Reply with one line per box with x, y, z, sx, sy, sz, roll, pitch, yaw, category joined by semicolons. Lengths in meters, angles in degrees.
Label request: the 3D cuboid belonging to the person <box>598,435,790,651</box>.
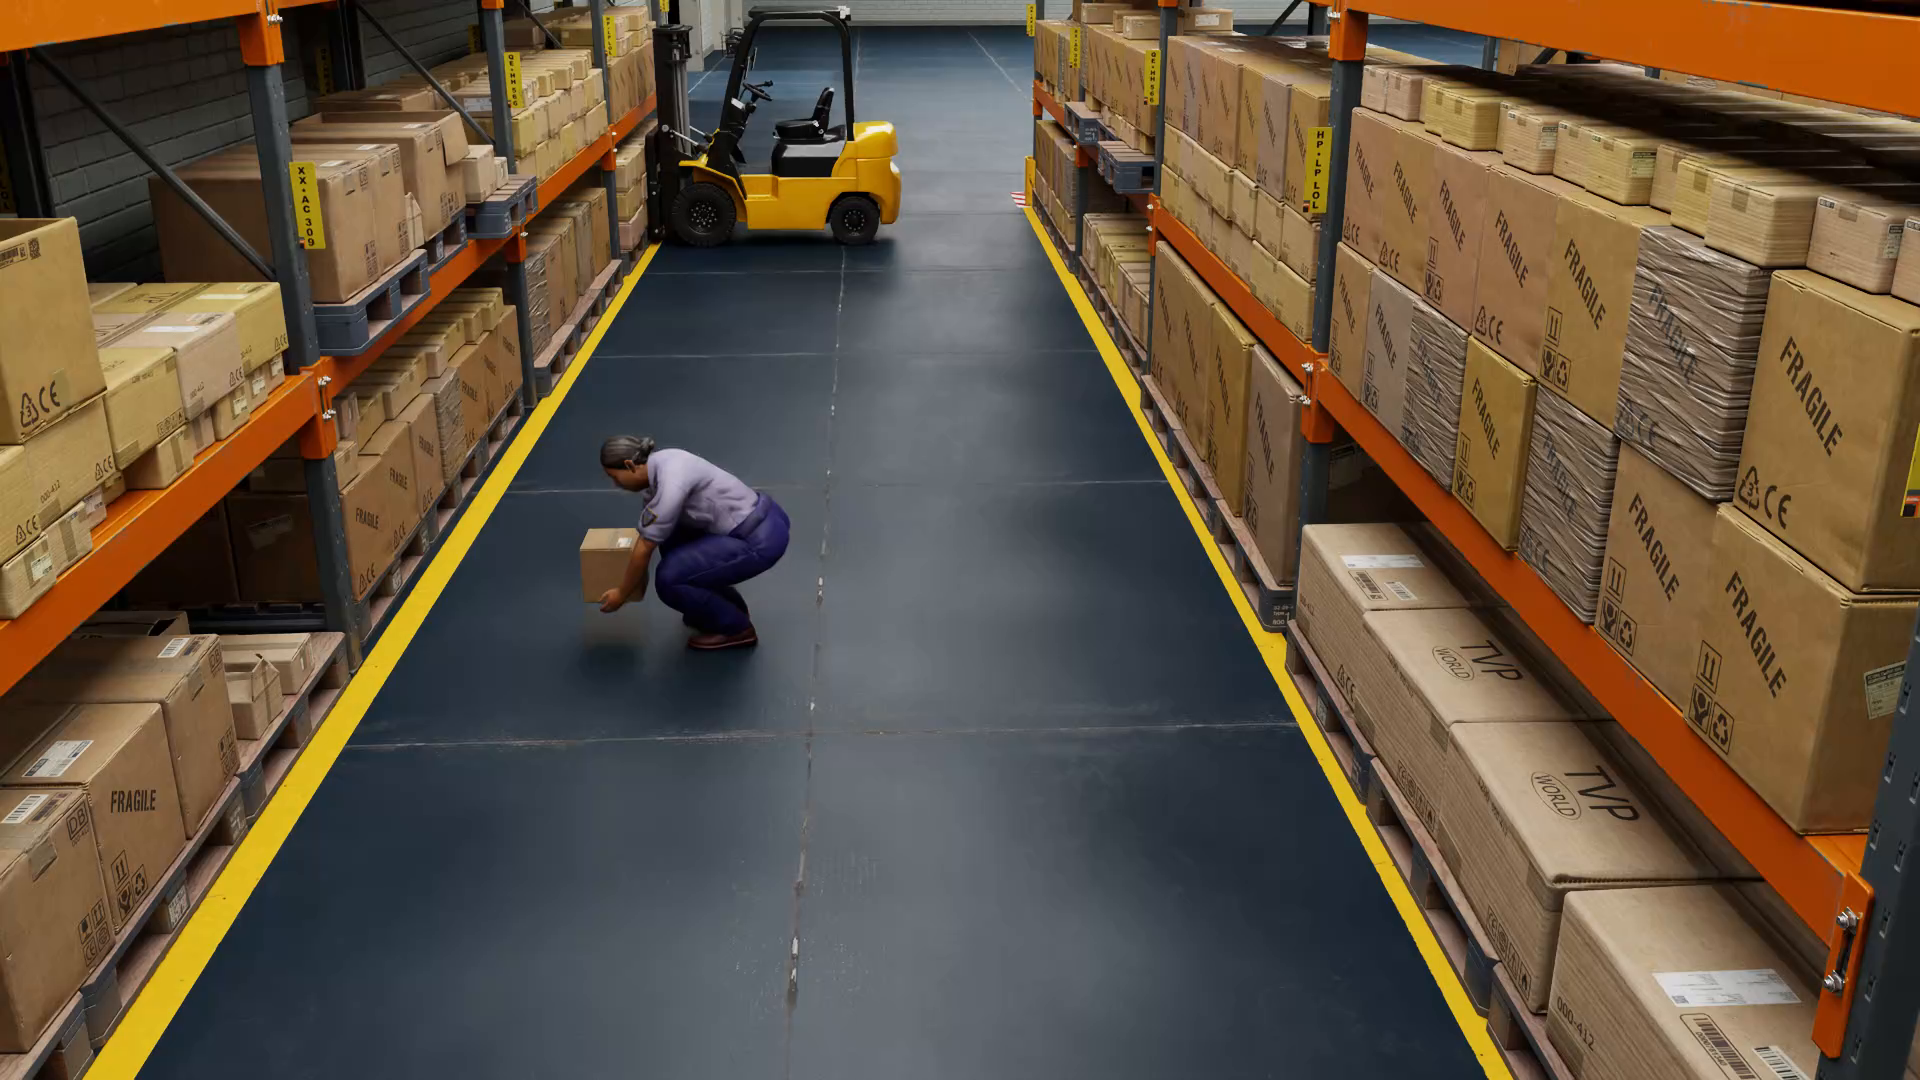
-1.149;-0.020;7.171;0.830;0.943;0.510;-1;21;-3;person
